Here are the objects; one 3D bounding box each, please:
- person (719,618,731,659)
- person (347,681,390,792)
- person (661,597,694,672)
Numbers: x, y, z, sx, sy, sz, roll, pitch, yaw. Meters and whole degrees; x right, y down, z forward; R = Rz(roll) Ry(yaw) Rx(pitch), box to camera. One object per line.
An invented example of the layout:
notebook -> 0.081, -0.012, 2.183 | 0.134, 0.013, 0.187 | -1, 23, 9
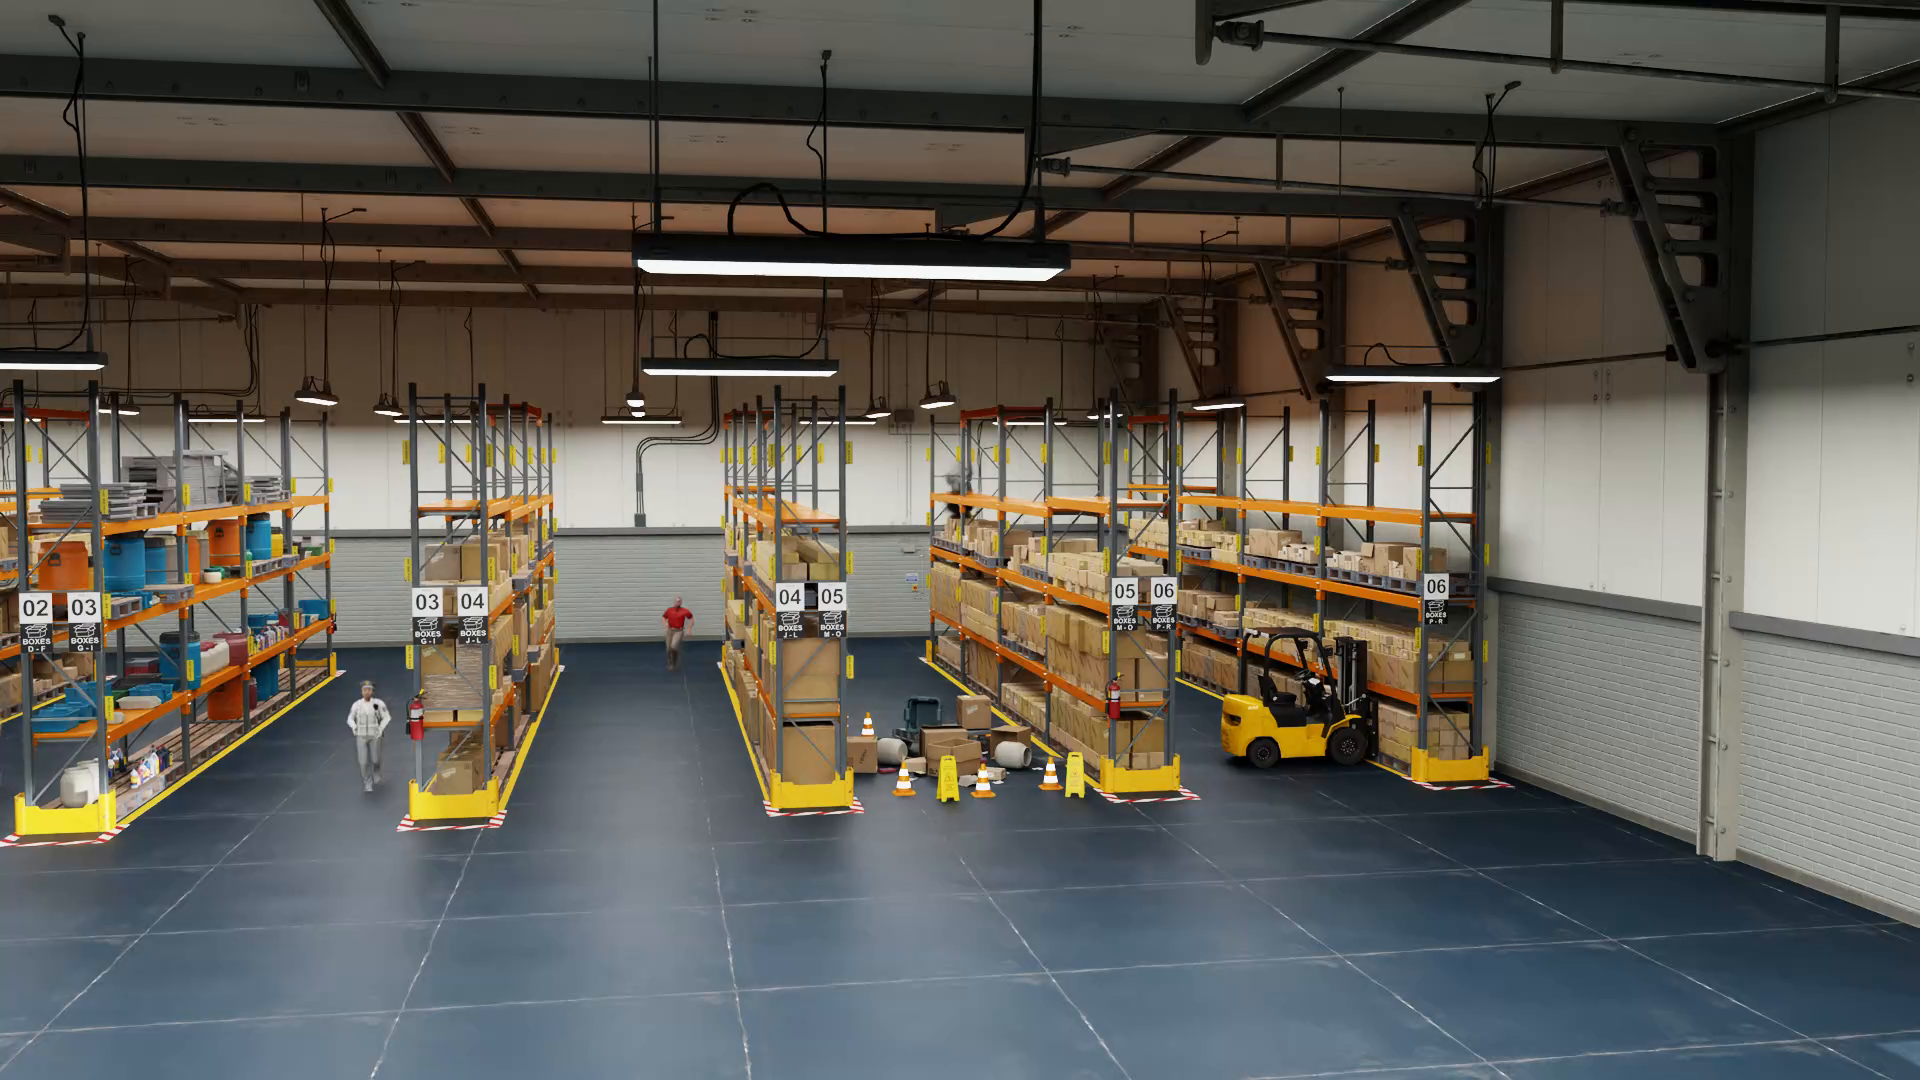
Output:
person -> -5.573, 2.077, 40.796 | 0.810, 1.723, 0.731 | 0, 3, 7
person -> -8.830, 2.917, 24.821 | 0.612, 1.648, 0.571 | -1, 3, -14
person -> -6.610, 2.206, 38.748 | 0.731, 1.753, 0.649 | 1, 3, 11
